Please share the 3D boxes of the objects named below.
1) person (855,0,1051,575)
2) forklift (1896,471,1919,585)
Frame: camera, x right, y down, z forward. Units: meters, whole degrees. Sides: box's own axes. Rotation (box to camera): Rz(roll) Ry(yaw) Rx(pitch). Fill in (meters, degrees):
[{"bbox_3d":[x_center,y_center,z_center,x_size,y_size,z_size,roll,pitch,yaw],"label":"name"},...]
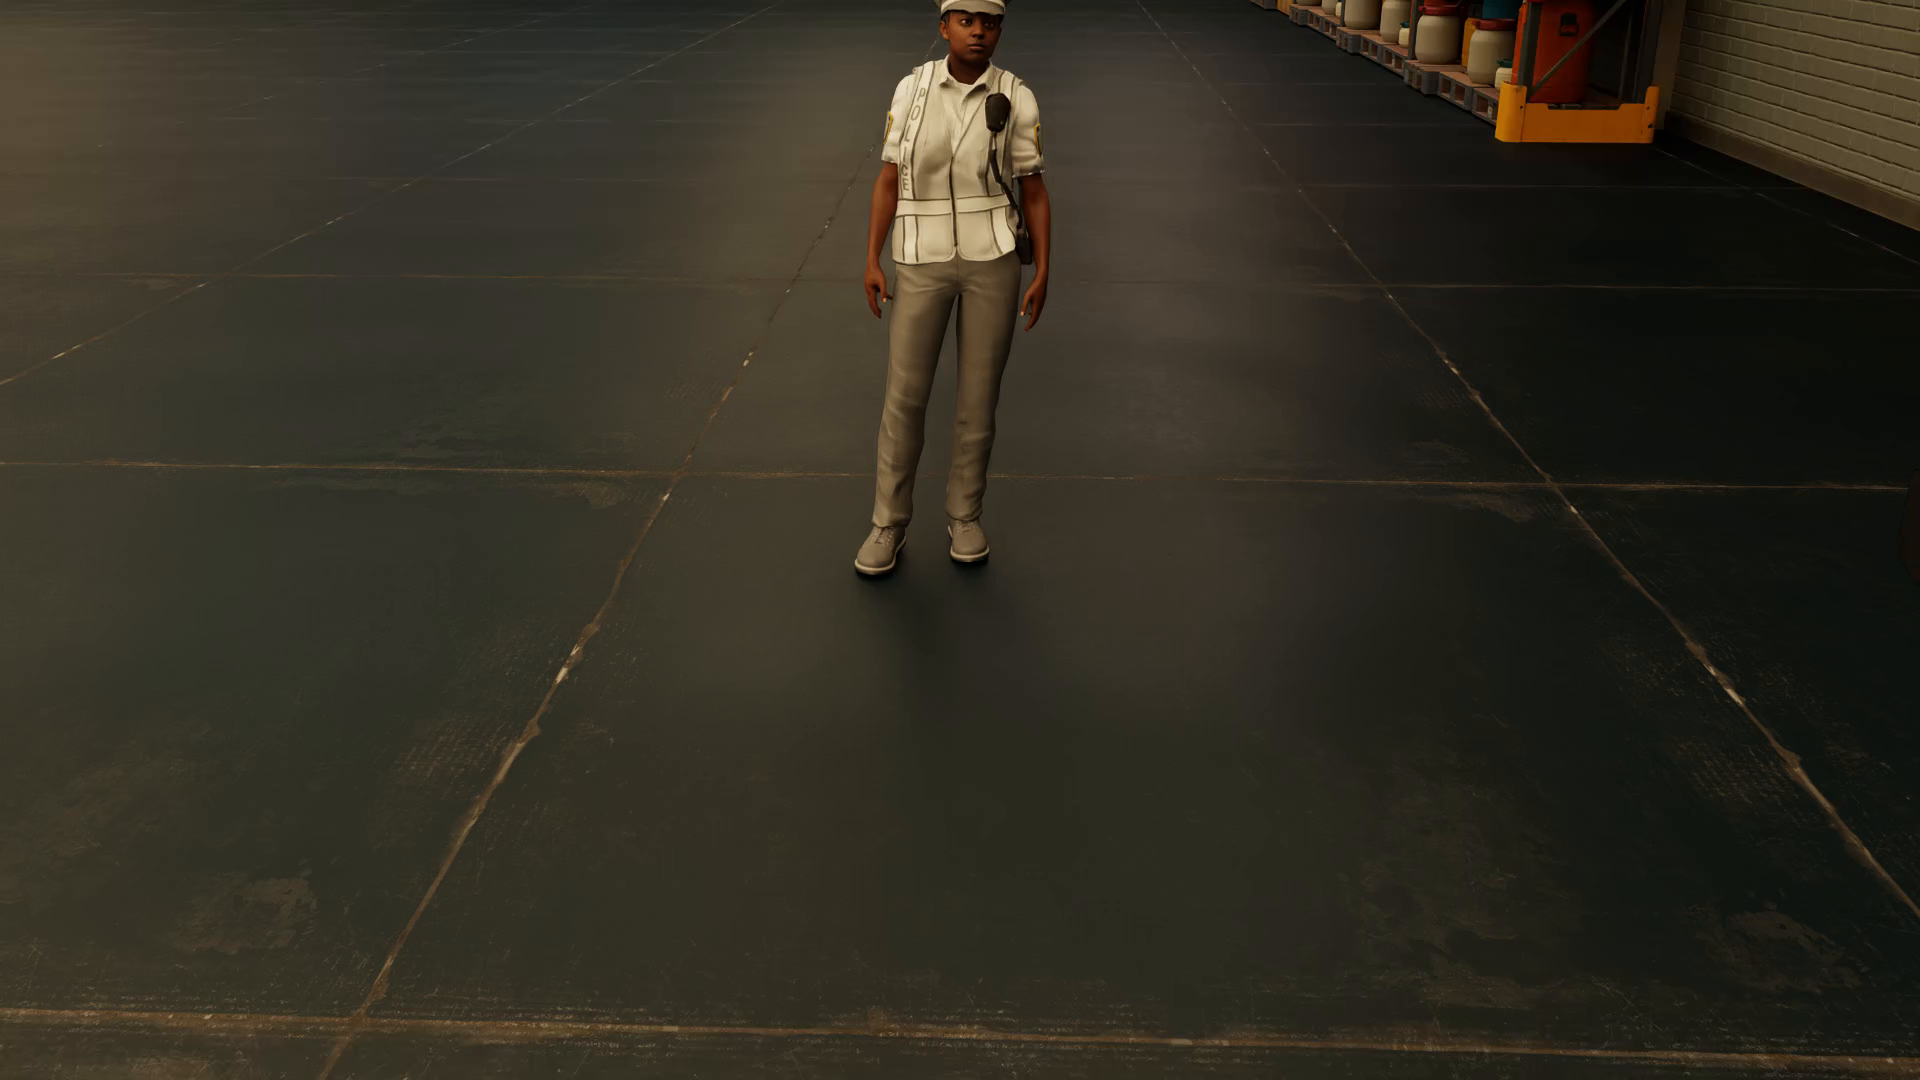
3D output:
[{"bbox_3d":[-0.023,-0.767,4.822,0.569,1.695,0.528,1,22,2],"label":"person"},{"bbox_3d":[4.134,-0.968,3.674,3.031,2.935,1.130,5,22,13],"label":"forklift"}]
